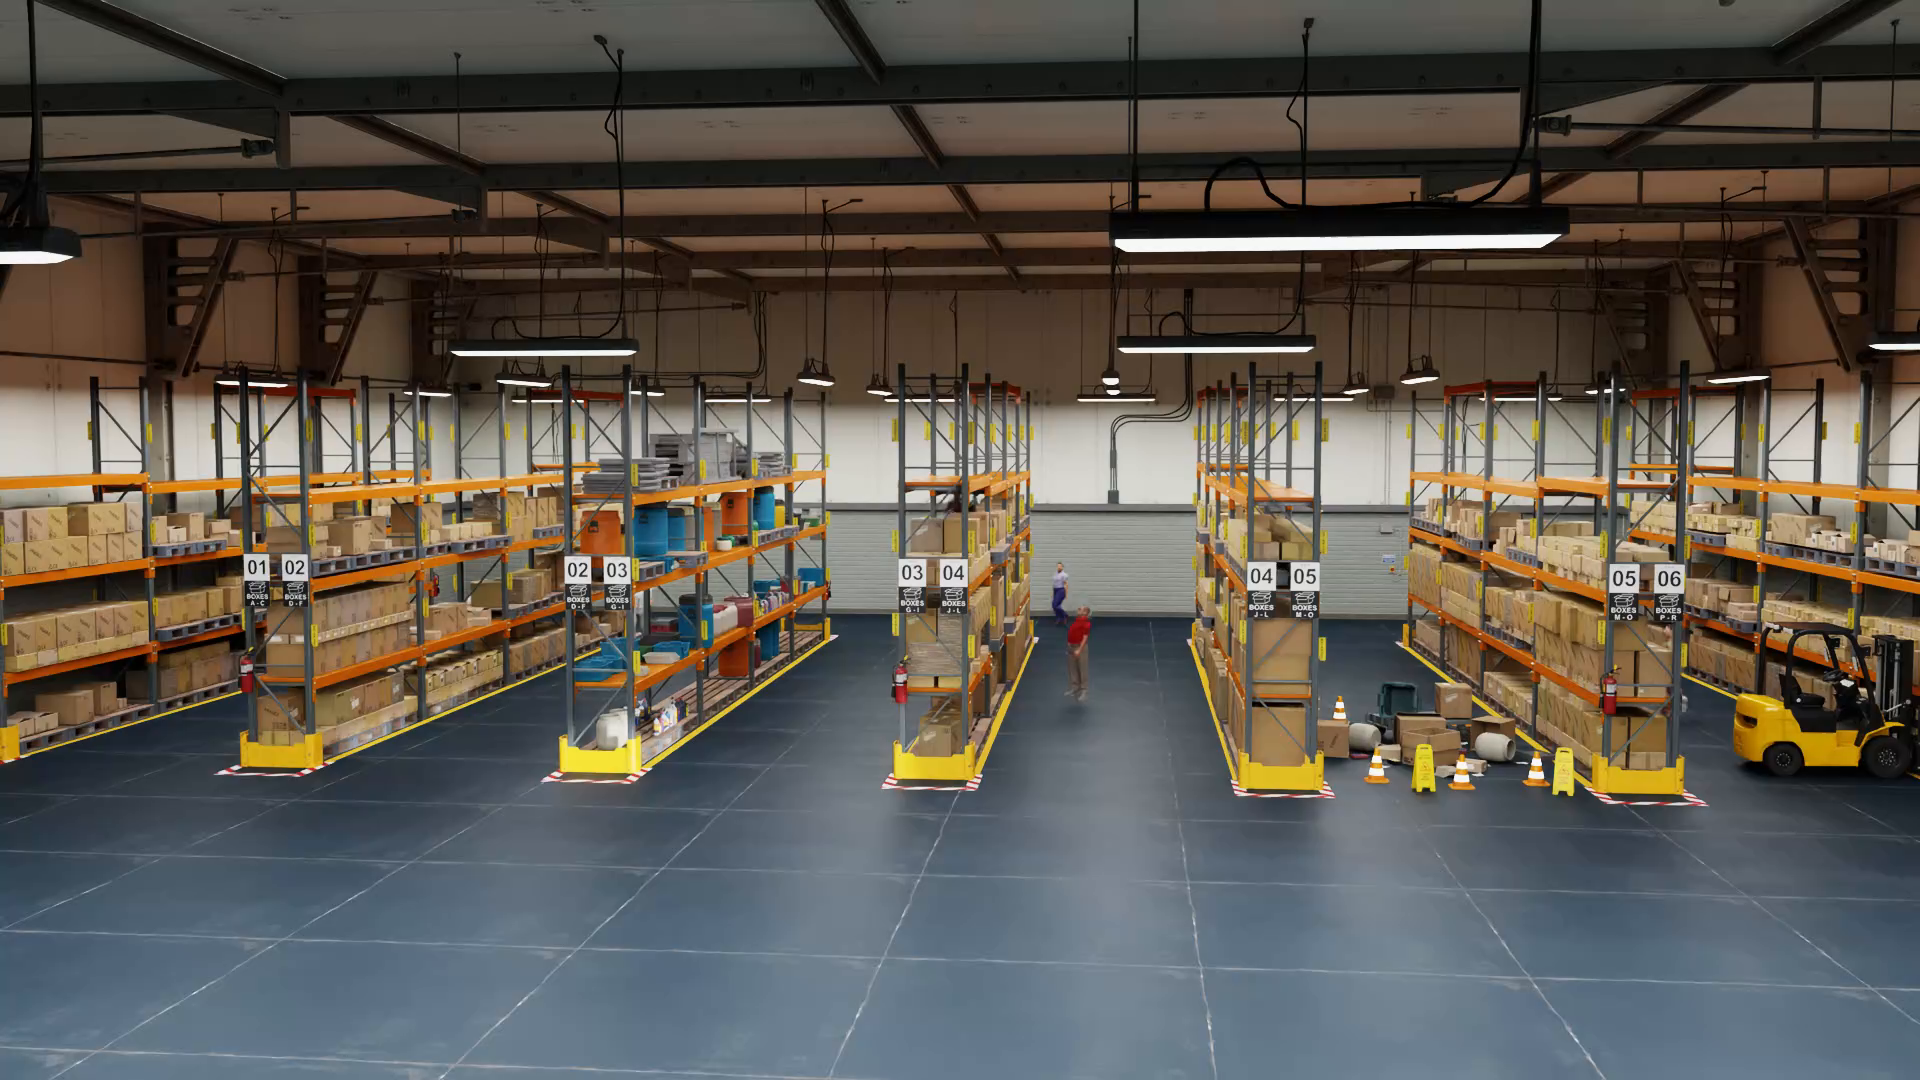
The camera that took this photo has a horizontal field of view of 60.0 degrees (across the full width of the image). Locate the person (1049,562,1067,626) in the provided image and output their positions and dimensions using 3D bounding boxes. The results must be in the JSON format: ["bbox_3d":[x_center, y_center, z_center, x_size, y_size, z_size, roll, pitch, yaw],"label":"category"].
[{"bbox_3d":[2.534,1.396,43.214,0.439,1.660,0.478,-1,4,-11],"label":"person"}]

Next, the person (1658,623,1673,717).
[{"bbox_3d":[12.461,2.289,29.407,0.505,1.664,0.482,-3,5,-38],"label":"person"}]

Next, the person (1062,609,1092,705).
[{"bbox_3d":[2.147,2.134,30.624,0.514,1.747,0.652,-3,5,-40],"label":"person"}]

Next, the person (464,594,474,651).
[{"bbox_3d":[-10.980,1.779,37.759,0.501,1.610,0.758,1,4,11],"label":"person"}]

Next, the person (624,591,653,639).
[{"bbox_3d":[-7.446,1.671,38.425,0.712,1.694,1.093,0,4,4],"label":"person"}]
